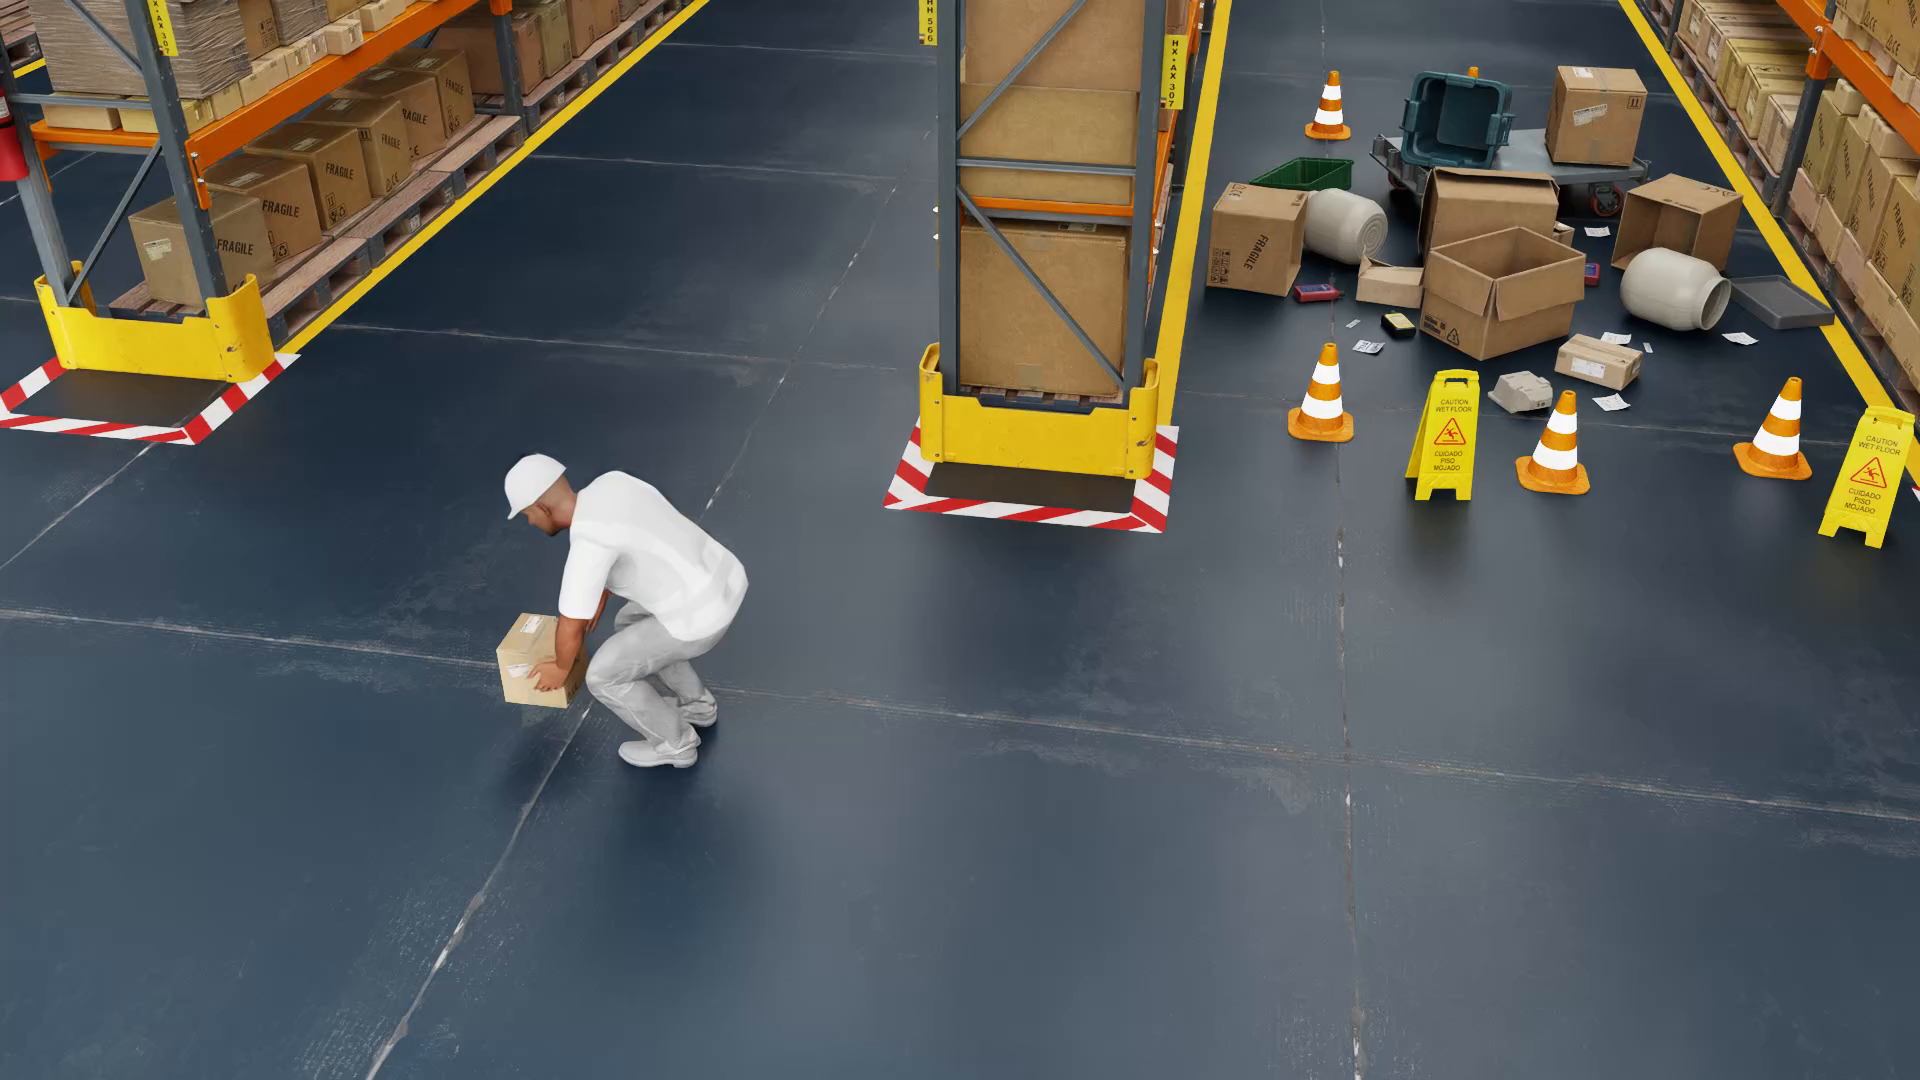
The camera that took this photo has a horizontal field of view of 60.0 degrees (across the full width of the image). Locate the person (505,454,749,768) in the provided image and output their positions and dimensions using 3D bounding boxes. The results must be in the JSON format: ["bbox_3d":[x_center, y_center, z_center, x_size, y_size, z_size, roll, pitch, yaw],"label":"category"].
[{"bbox_3d":[-1.217,0.262,6.176,0.823,1.260,0.626,5,33,8],"label":"person"}]
